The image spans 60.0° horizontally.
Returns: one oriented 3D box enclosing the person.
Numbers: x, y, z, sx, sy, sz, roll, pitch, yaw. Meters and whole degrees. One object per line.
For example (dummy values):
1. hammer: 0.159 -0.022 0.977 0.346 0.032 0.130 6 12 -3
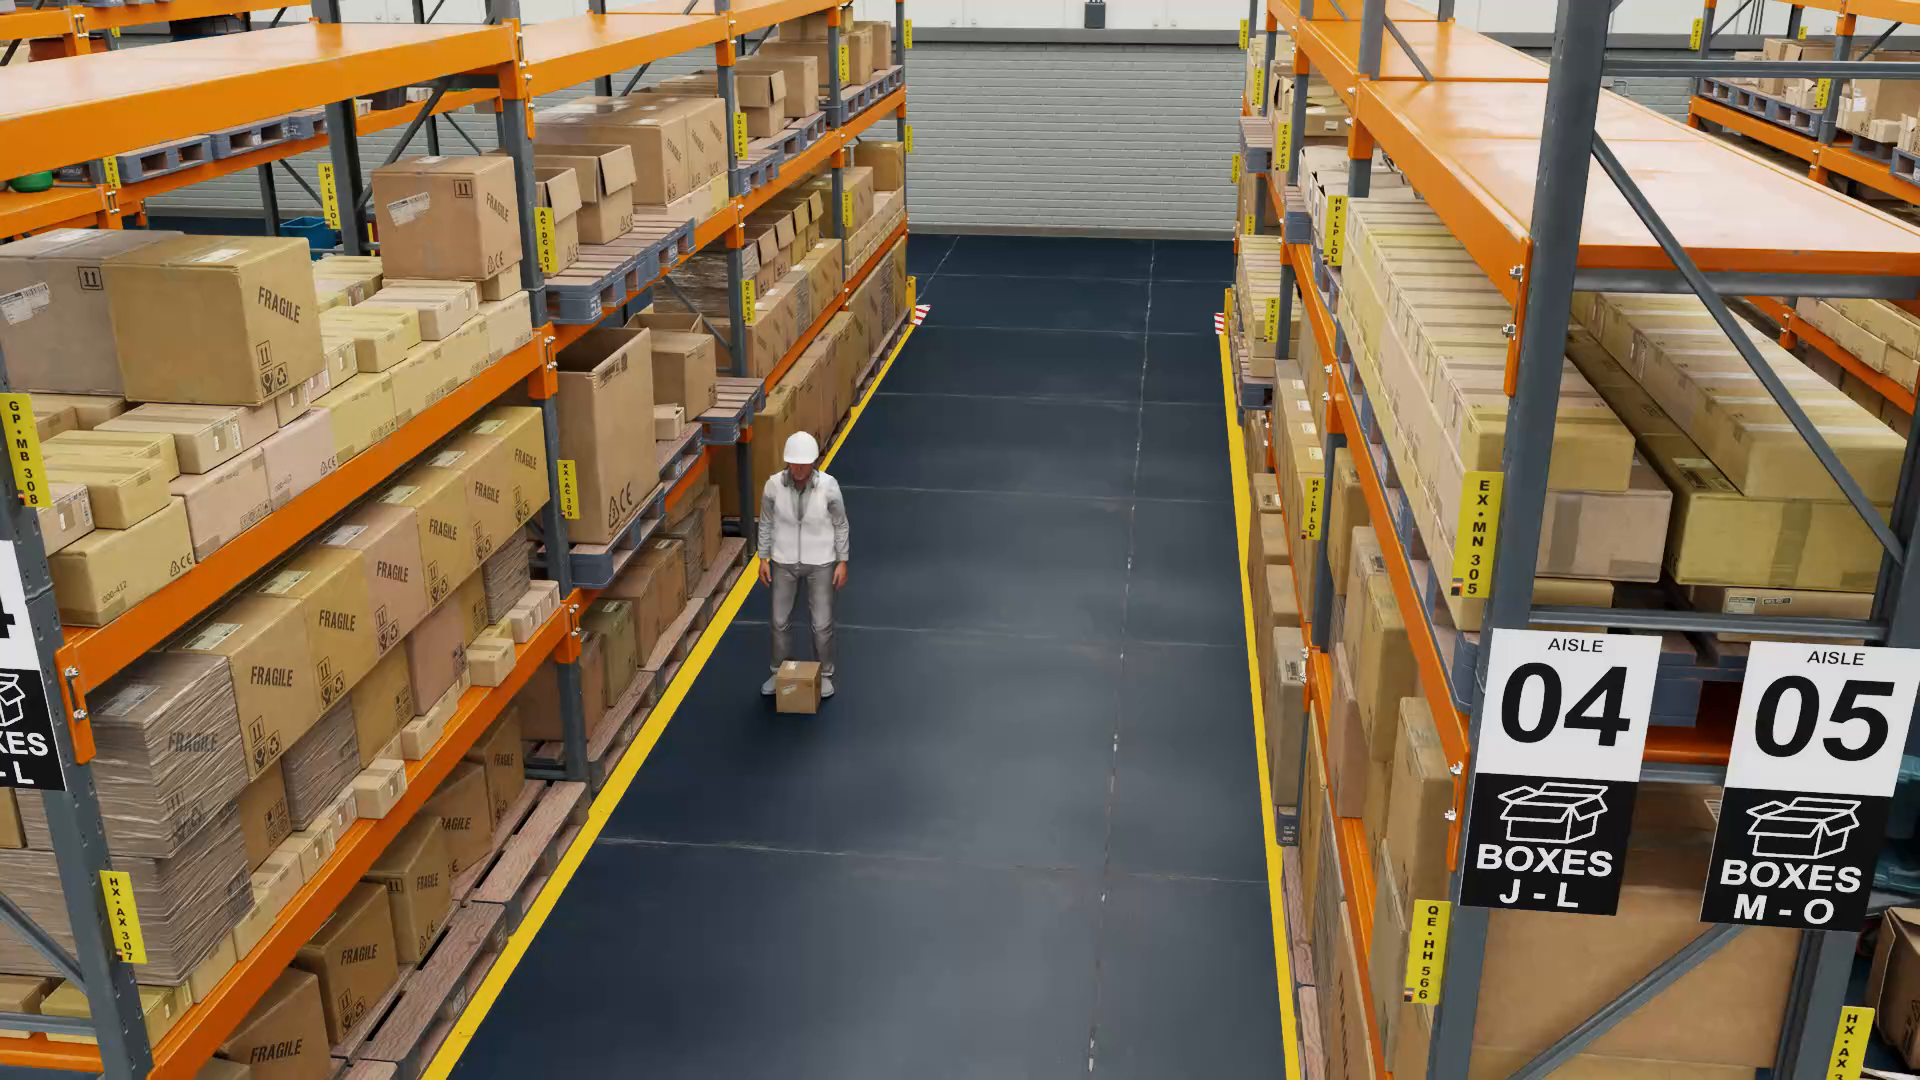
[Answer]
1. person: -1.004 0.144 10.669 0.592 1.773 0.457 1 21 4
